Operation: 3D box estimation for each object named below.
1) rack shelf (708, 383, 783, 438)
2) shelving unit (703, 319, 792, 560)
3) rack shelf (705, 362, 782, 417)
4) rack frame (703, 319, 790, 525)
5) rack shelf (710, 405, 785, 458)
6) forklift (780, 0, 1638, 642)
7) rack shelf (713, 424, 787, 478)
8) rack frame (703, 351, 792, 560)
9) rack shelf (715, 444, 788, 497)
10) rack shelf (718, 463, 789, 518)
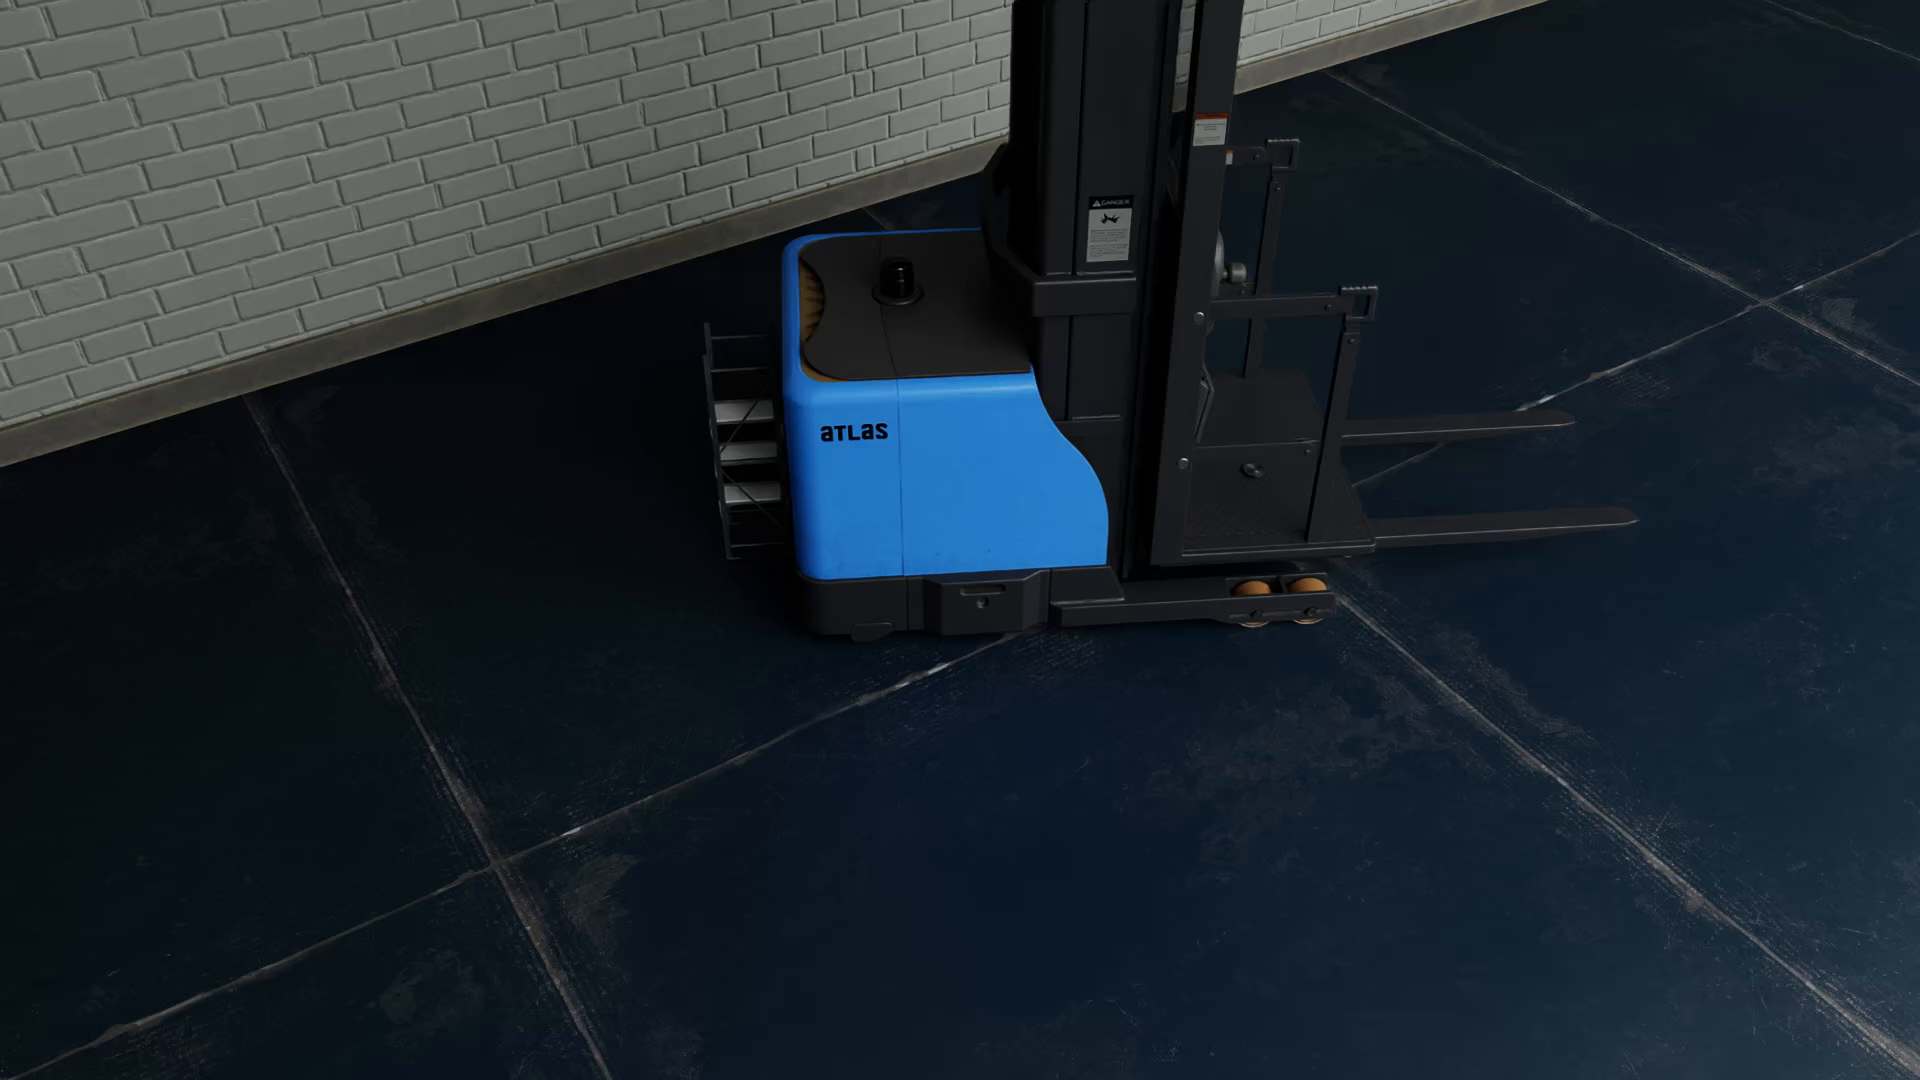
[{"bbox_3d":[-0.756,-0.459,5.869,0.258,0.077,0.200,-4,40,-5],"label":"rack shelf"},{"bbox_3d":[-0.756,-0.346,5.963,0.258,0.900,0.210,-4,40,-5],"label":"shelving unit"},{"bbox_3d":[-0.756,-0.528,5.811,0.258,0.077,0.200,-4,40,-5],"label":"rack shelf"},{"bbox_3d":[-0.767,-0.411,6.040,0.240,0.900,0.006,-4,40,-5],"label":"rack frame"},{"bbox_3d":[-0.756,-0.390,5.927,0.258,0.077,0.200,-4,40,-5],"label":"rack shelf"},{"bbox_3d":[0.905,-1.153,5.345,3.031,2.935,1.130,-3,40,-4],"label":"forklift"},{"bbox_3d":[-0.756,-0.321,5.984,0.258,0.077,0.200,-4,40,-5],"label":"rack shelf"},{"bbox_3d":[-0.746,-0.282,5.885,0.240,0.900,0.006,-4,40,-5],"label":"rack frame"},{"bbox_3d":[-0.756,-0.252,6.042,0.258,0.077,0.200,-4,40,-5],"label":"rack shelf"},{"bbox_3d":[-0.756,-0.183,6.099,0.258,0.077,0.200,-4,40,-5],"label":"rack shelf"}]
